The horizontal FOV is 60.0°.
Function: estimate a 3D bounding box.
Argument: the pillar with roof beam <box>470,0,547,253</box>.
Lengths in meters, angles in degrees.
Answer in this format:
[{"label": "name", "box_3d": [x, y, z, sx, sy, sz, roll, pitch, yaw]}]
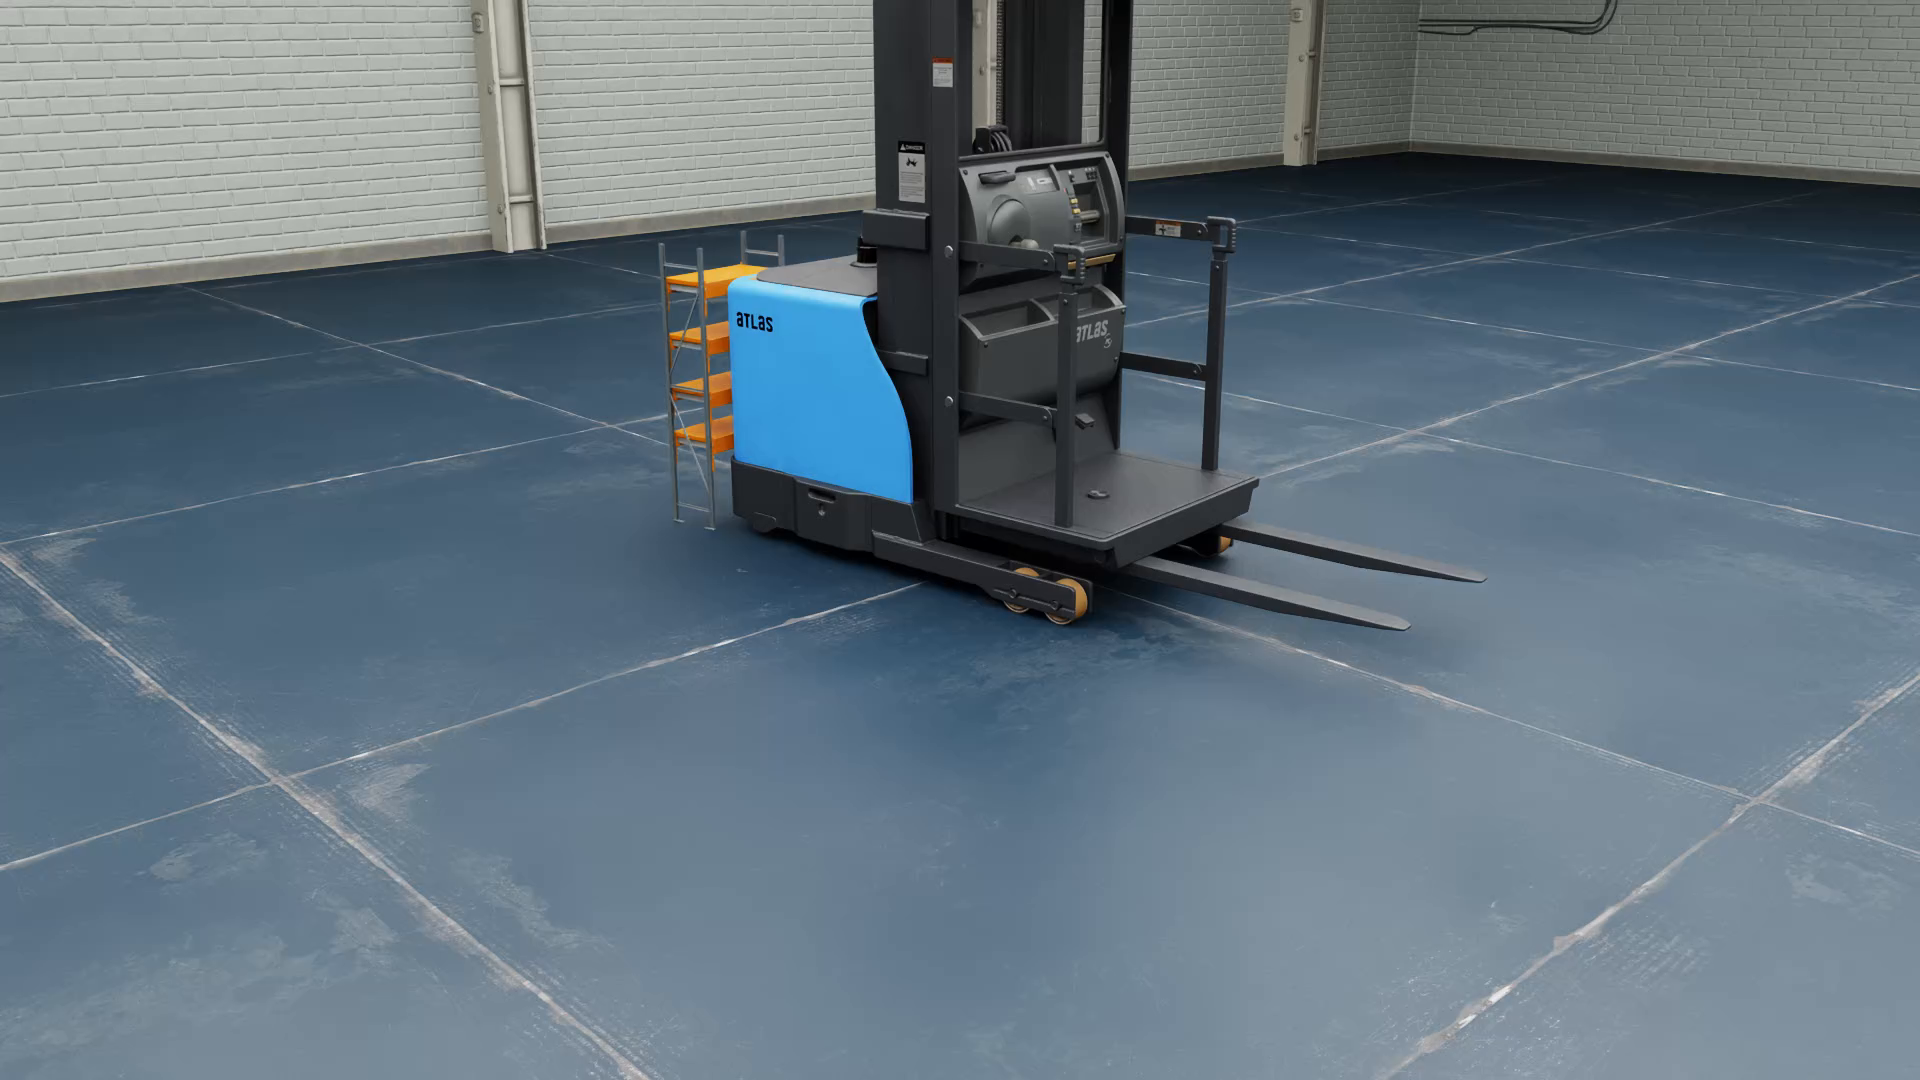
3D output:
[{"label": "pillar with roof beam", "box_3d": [-1.066, -5.974, 10.821, 0.400, 9.000, 9.100, -16, 24, -41]}]

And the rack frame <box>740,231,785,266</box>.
[{"label": "rack frame", "box_3d": [-0.856, -0.754, 7.365, 0.240, 1.200, 0.015, 13, 22, 34]}]

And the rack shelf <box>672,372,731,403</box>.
[{"label": "rack shelf", "box_3d": [-1.000, -0.666, 7.186, 0.221, 0.050, 0.457, 13, 22, 34]}]

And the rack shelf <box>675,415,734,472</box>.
[{"label": "rack shelf", "box_3d": [-1.000, -0.440, 7.259, 0.258, 0.148, 0.480, 13, 22, 34]}]

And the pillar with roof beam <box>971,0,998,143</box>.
[{"label": "pillar with roof beam", "box_3d": [3.294, -7.246, 14.742, 0.400, 9.000, 9.100, -16, 24, -41]}]

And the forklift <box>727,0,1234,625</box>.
[{"label": "forklift", "box_3d": [0.064, -1.348, 6.492, 1.939, 2.867, 1.129, 14, 23, 37]}]

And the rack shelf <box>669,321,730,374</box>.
[{"label": "rack shelf", "box_3d": [-1.000, -0.842, 7.129, 0.258, 0.148, 0.480, 13, 22, 34]}]

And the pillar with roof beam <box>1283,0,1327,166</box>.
[{"label": "pillar with roof beam", "box_3d": [7.653, -8.517, 18.663, 0.400, 9.000, 9.100, -16, 24, -41]}]

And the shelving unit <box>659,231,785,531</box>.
[{"label": "shelving unit", "box_3d": [-1.000, -0.693, 7.177, 0.258, 1.200, 0.503, 13, 22, 34]}]

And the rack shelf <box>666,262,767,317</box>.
[{"label": "rack shelf", "box_3d": [-1.000, -1.067, 7.056, 0.258, 0.148, 0.480, 13, 22, 34]}]

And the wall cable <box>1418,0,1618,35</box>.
[{"label": "wall cable", "box_3d": [7.745, -8.333, 23.129, 0.112, 2.526, 3.097, -16, 24, -41]}]

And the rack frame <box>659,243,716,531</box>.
[{"label": "rack frame", "box_3d": [-1.145, -0.633, 6.990, 0.240, 1.200, 0.015, 13, 22, 34]}]

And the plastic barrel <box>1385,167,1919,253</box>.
[{"label": "plastic barrel", "box_3d": [1.336, -0.769, 3.357, 38.471, 3.701, 17.930, -16, 24, -41]}]
